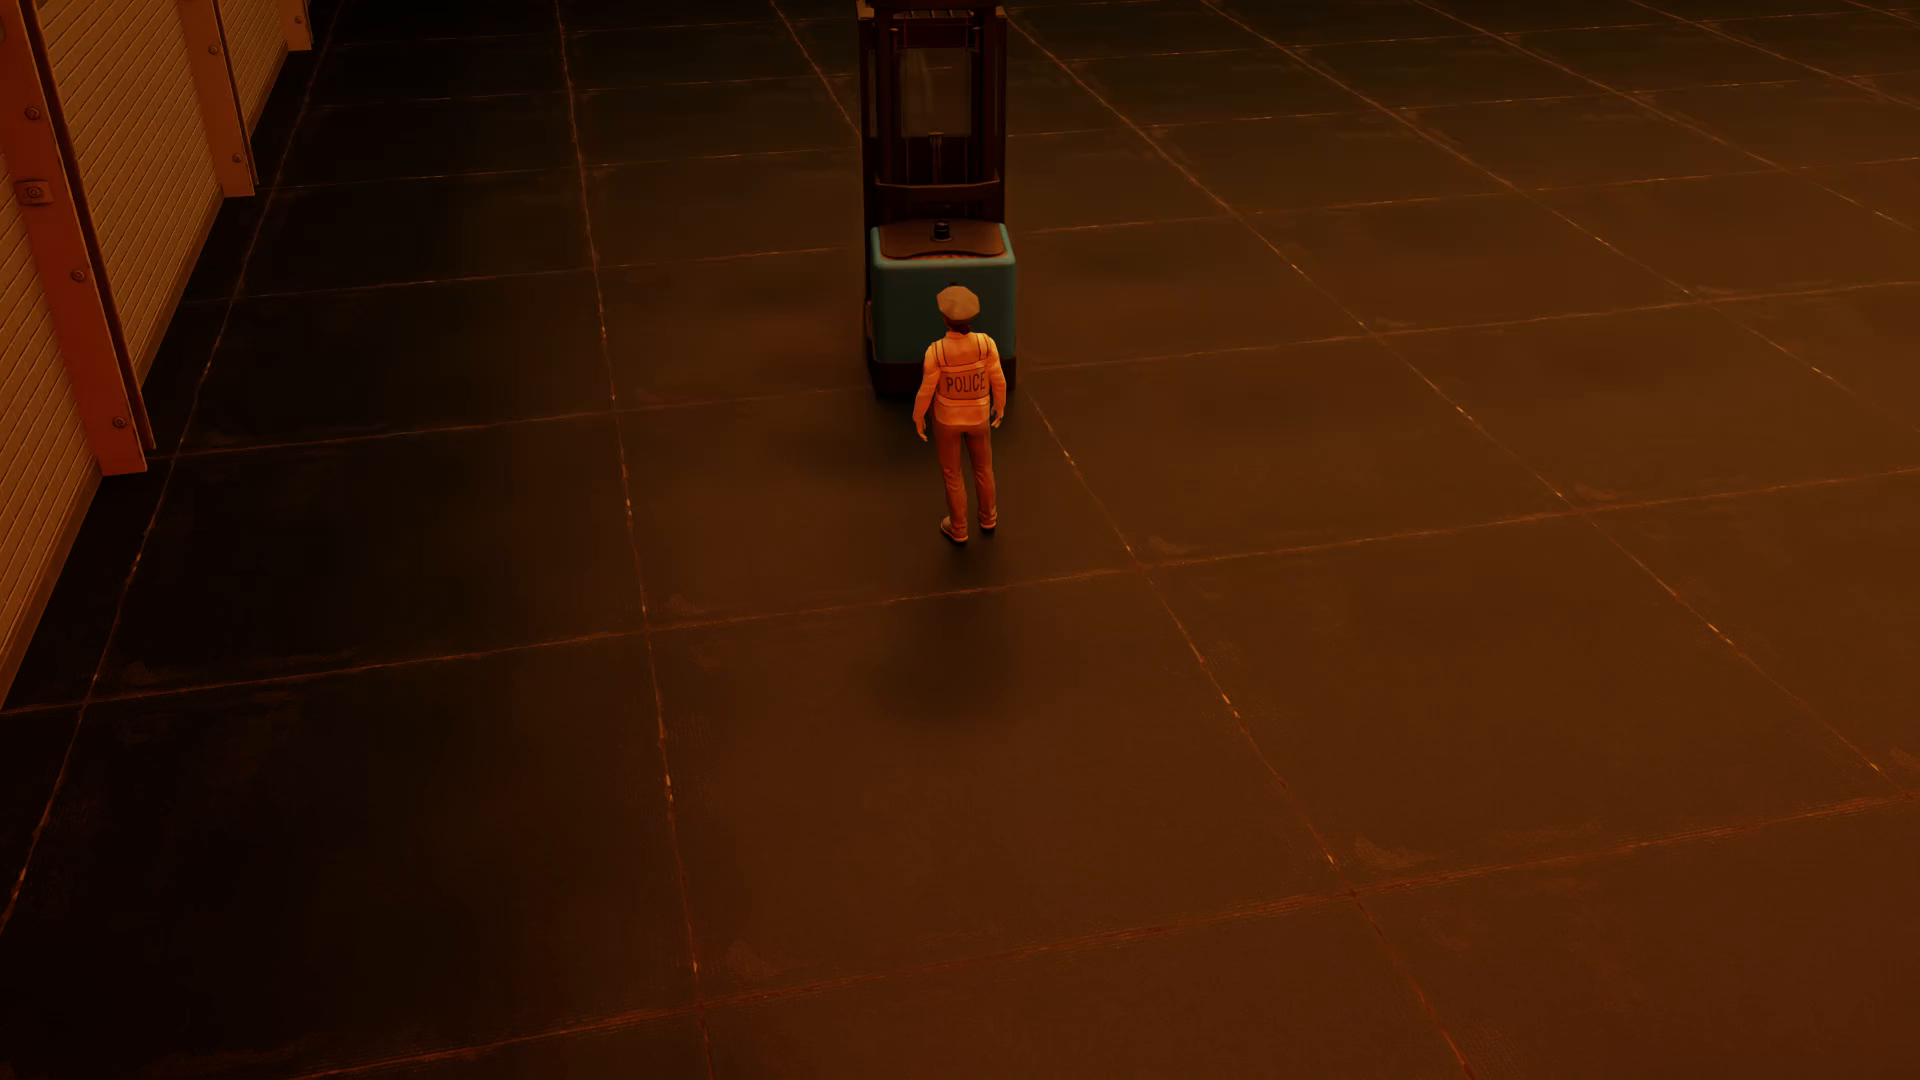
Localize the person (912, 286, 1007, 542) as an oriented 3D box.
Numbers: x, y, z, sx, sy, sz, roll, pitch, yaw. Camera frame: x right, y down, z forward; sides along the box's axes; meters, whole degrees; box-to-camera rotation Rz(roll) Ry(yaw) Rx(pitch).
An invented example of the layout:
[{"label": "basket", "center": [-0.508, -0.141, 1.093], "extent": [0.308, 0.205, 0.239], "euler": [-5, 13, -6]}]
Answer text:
[{"label": "person", "center": [-0.010, -0.774, 10.131], "extent": [0.588, 1.695, 0.531], "euler": [-7, 31, -12]}]

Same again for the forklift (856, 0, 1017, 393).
[{"label": "forklift", "center": [-0.220, -3.056, 12.853], "extent": [1.130, 2.935, 3.031], "euler": [-2, 30, -4]}]
